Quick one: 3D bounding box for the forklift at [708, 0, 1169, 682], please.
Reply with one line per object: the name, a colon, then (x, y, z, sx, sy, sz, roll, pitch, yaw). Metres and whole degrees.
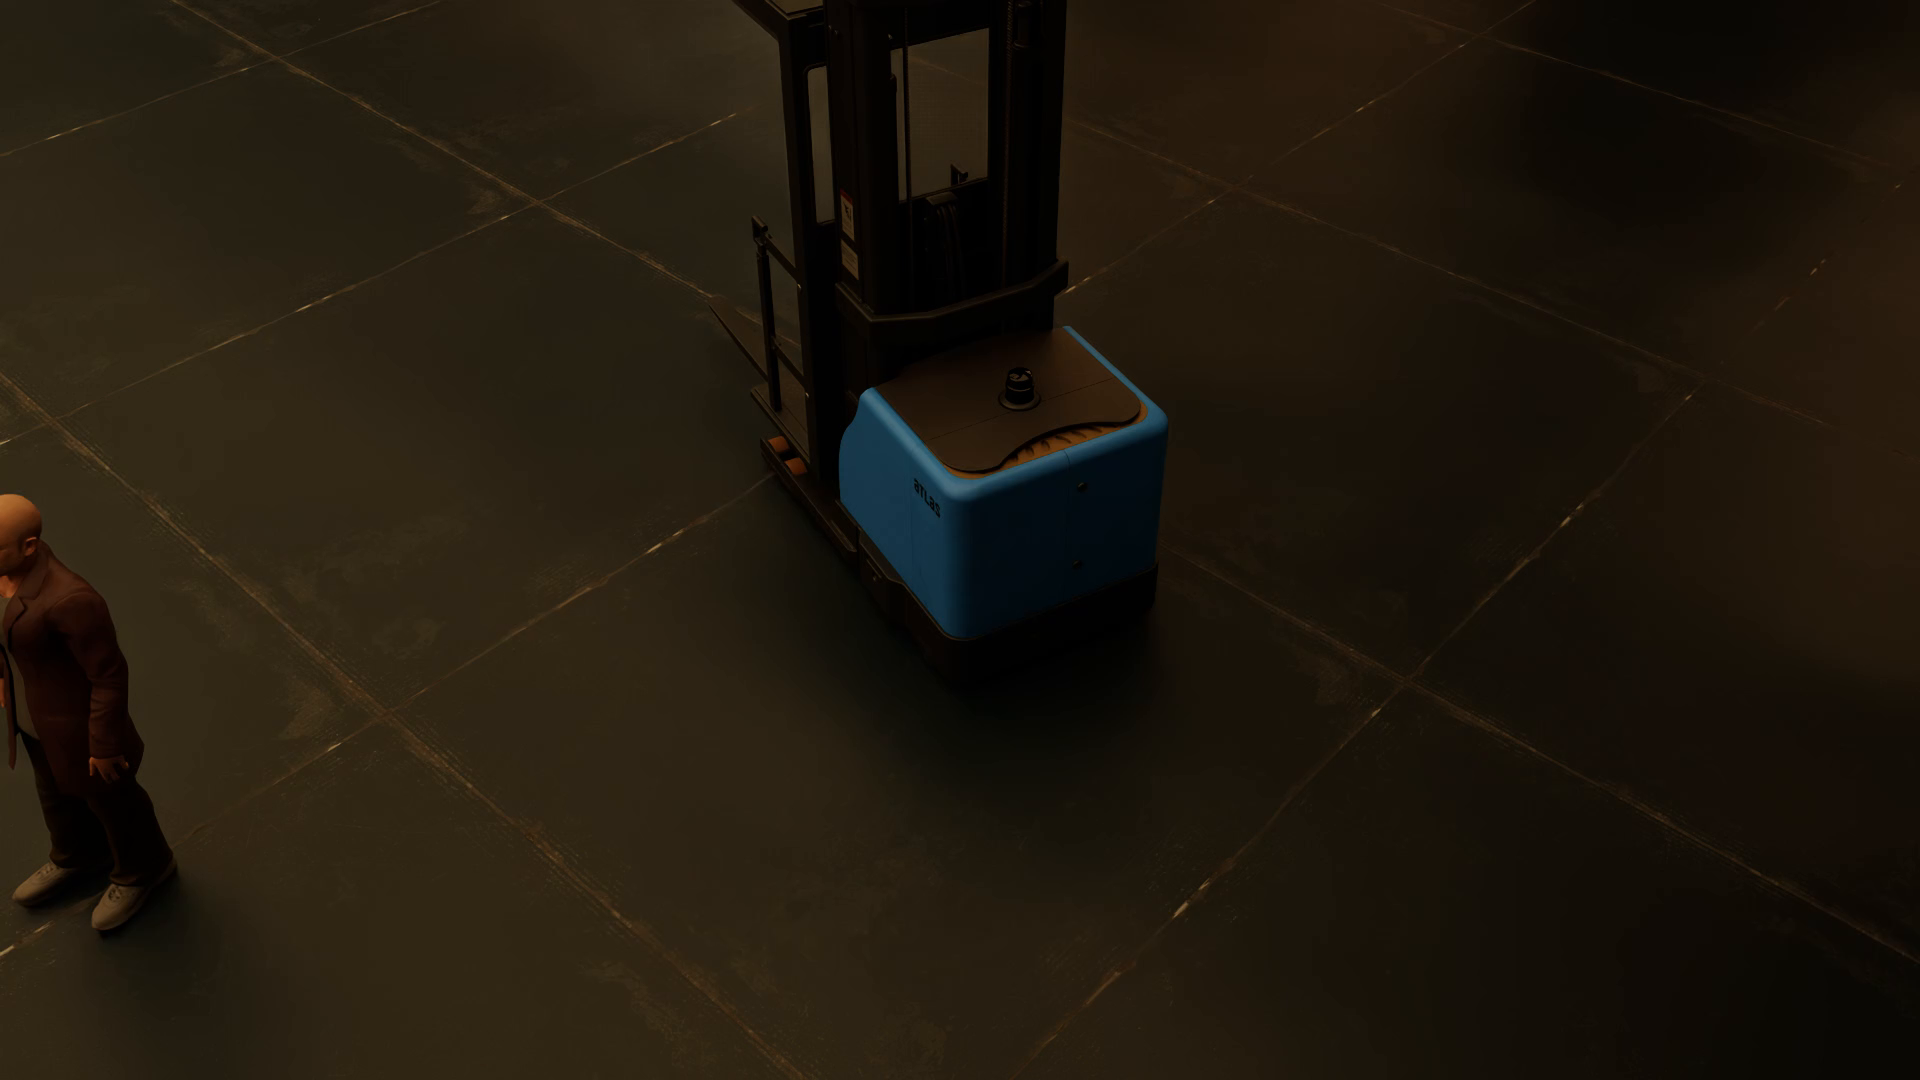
forklift: (-0.307, -1.470, 7.142, 1.130, 2.935, 3.031, -20, 45, -22)

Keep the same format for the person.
person: (-3.073, 0.626, 5.577, 0.693, 1.780, 0.572, 25, 47, 26)
